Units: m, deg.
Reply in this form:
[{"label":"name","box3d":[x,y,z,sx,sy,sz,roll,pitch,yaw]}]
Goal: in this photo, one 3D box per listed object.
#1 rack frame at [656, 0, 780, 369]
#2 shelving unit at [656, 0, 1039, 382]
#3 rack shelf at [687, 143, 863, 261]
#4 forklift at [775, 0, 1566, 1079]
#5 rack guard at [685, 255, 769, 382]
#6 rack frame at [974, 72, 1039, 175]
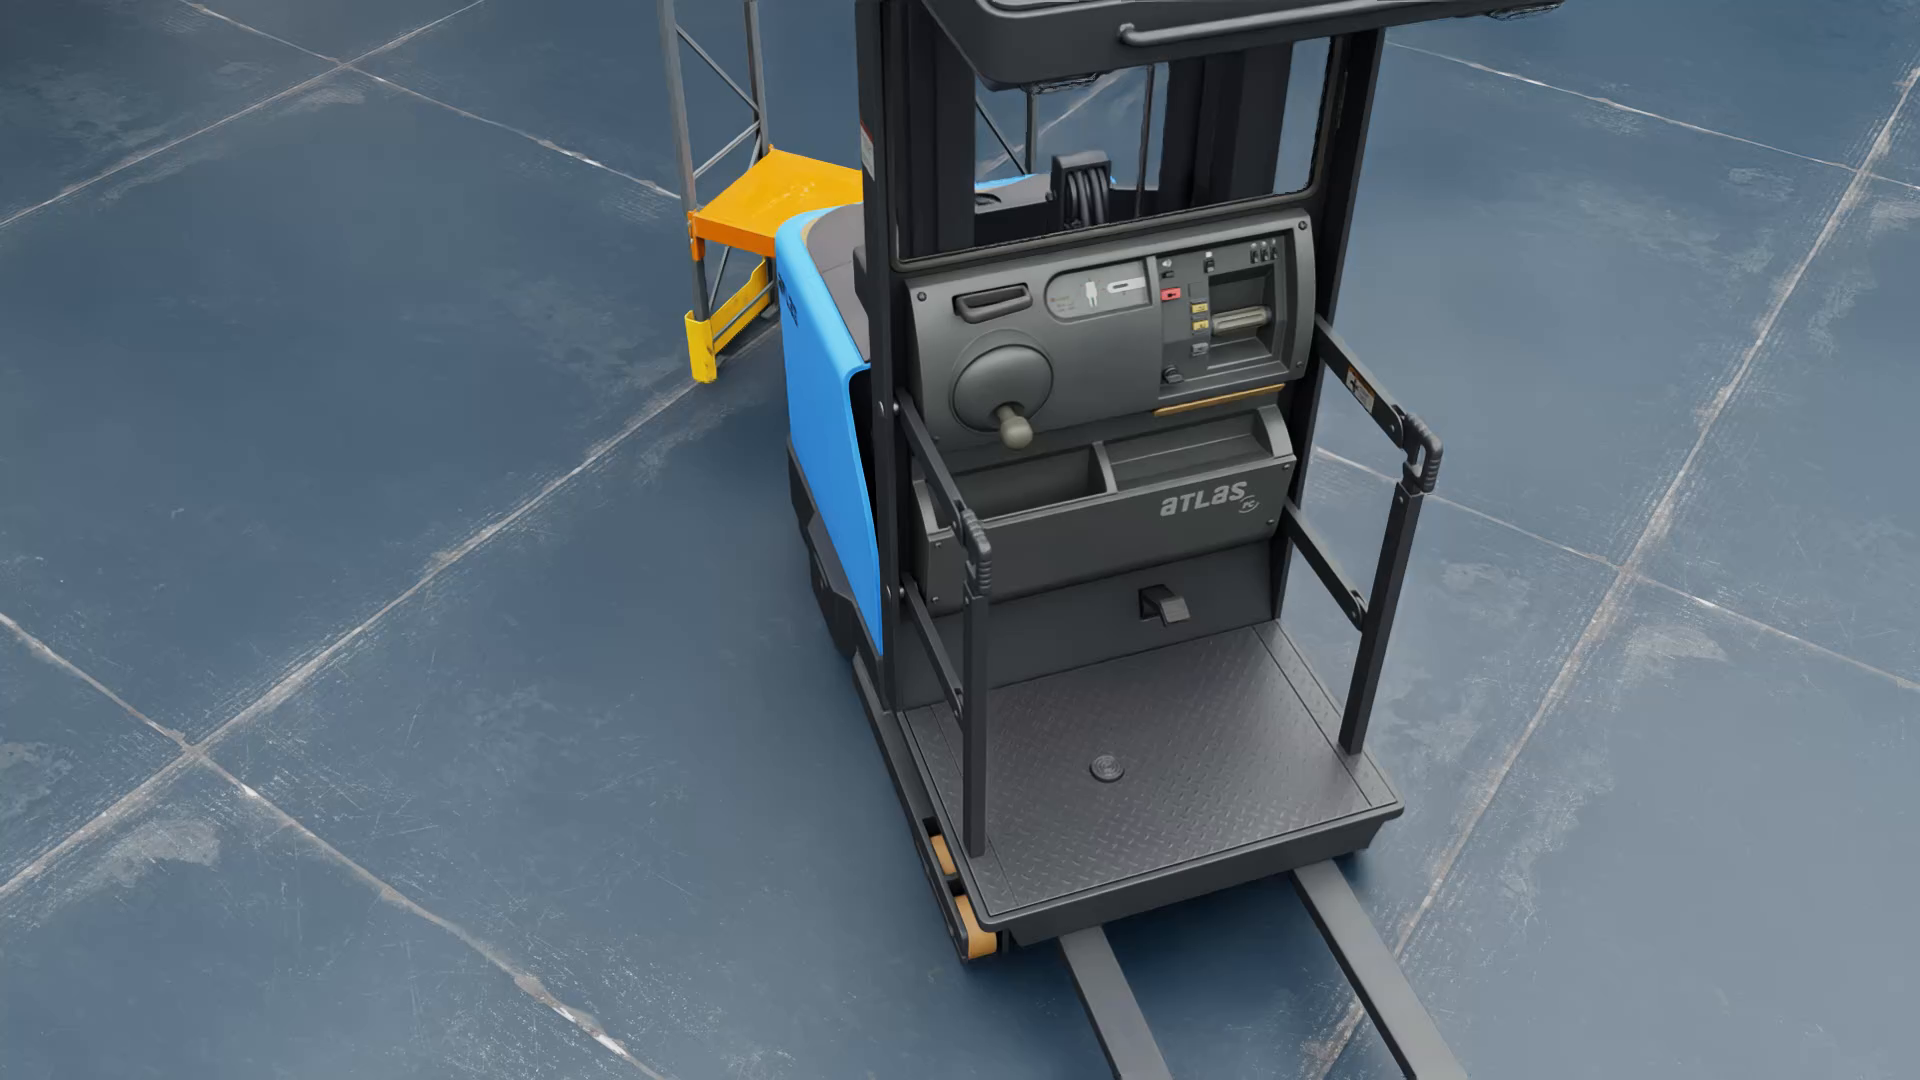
[{"label":"rack frame","box3d":[-0.790,-1.300,5.578,0.032,1.500,0.500,18,45,19]},{"label":"shelving unit","box3d":[-0.343,-1.151,5.412,1.083,1.500,0.587,18,45,19]},{"label":"rack shelf","box3d":[-0.335,-1.014,5.529,1.000,0.185,0.538,18,45,19]},{"label":"forklift","box3d":[0.415,-0.373,3.469,1.130,2.935,3.031,-13,43,-14]},{"label":"rack guard","box3d":[-0.789,-0.833,5.994,0.087,0.250,0.587,18,45,19]},{"label":"rack frame","box3d":[0.120,-0.997,5.240,0.032,1.500,0.500,18,45,19]}]
